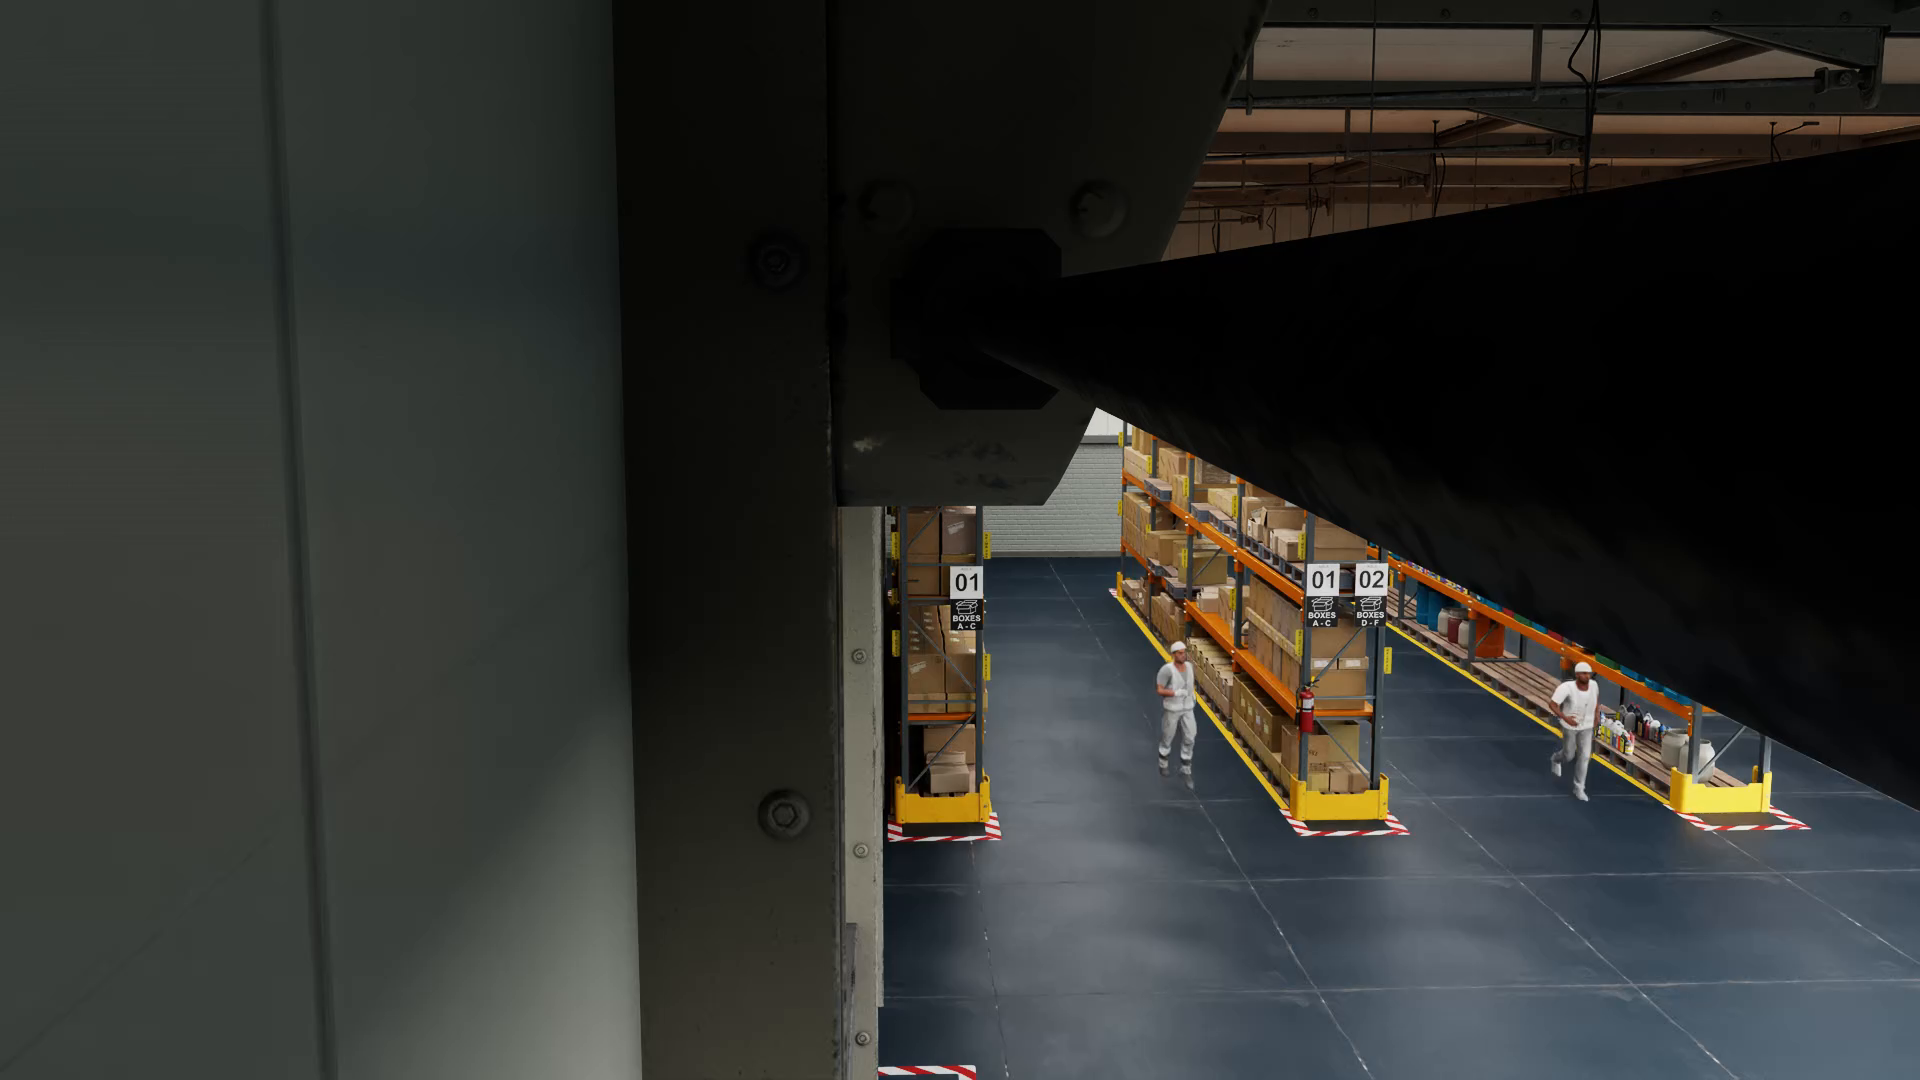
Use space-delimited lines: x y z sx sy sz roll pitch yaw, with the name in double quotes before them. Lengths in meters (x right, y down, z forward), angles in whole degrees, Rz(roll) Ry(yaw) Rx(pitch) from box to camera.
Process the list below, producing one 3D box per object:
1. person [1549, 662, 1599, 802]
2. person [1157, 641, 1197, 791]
"person" 8.027 2.434 21.699 0.726 1.755 0.960 -1 8 -7
"person" 2.775 2.225 21.134 0.665 1.906 0.752 -3 9 -21
